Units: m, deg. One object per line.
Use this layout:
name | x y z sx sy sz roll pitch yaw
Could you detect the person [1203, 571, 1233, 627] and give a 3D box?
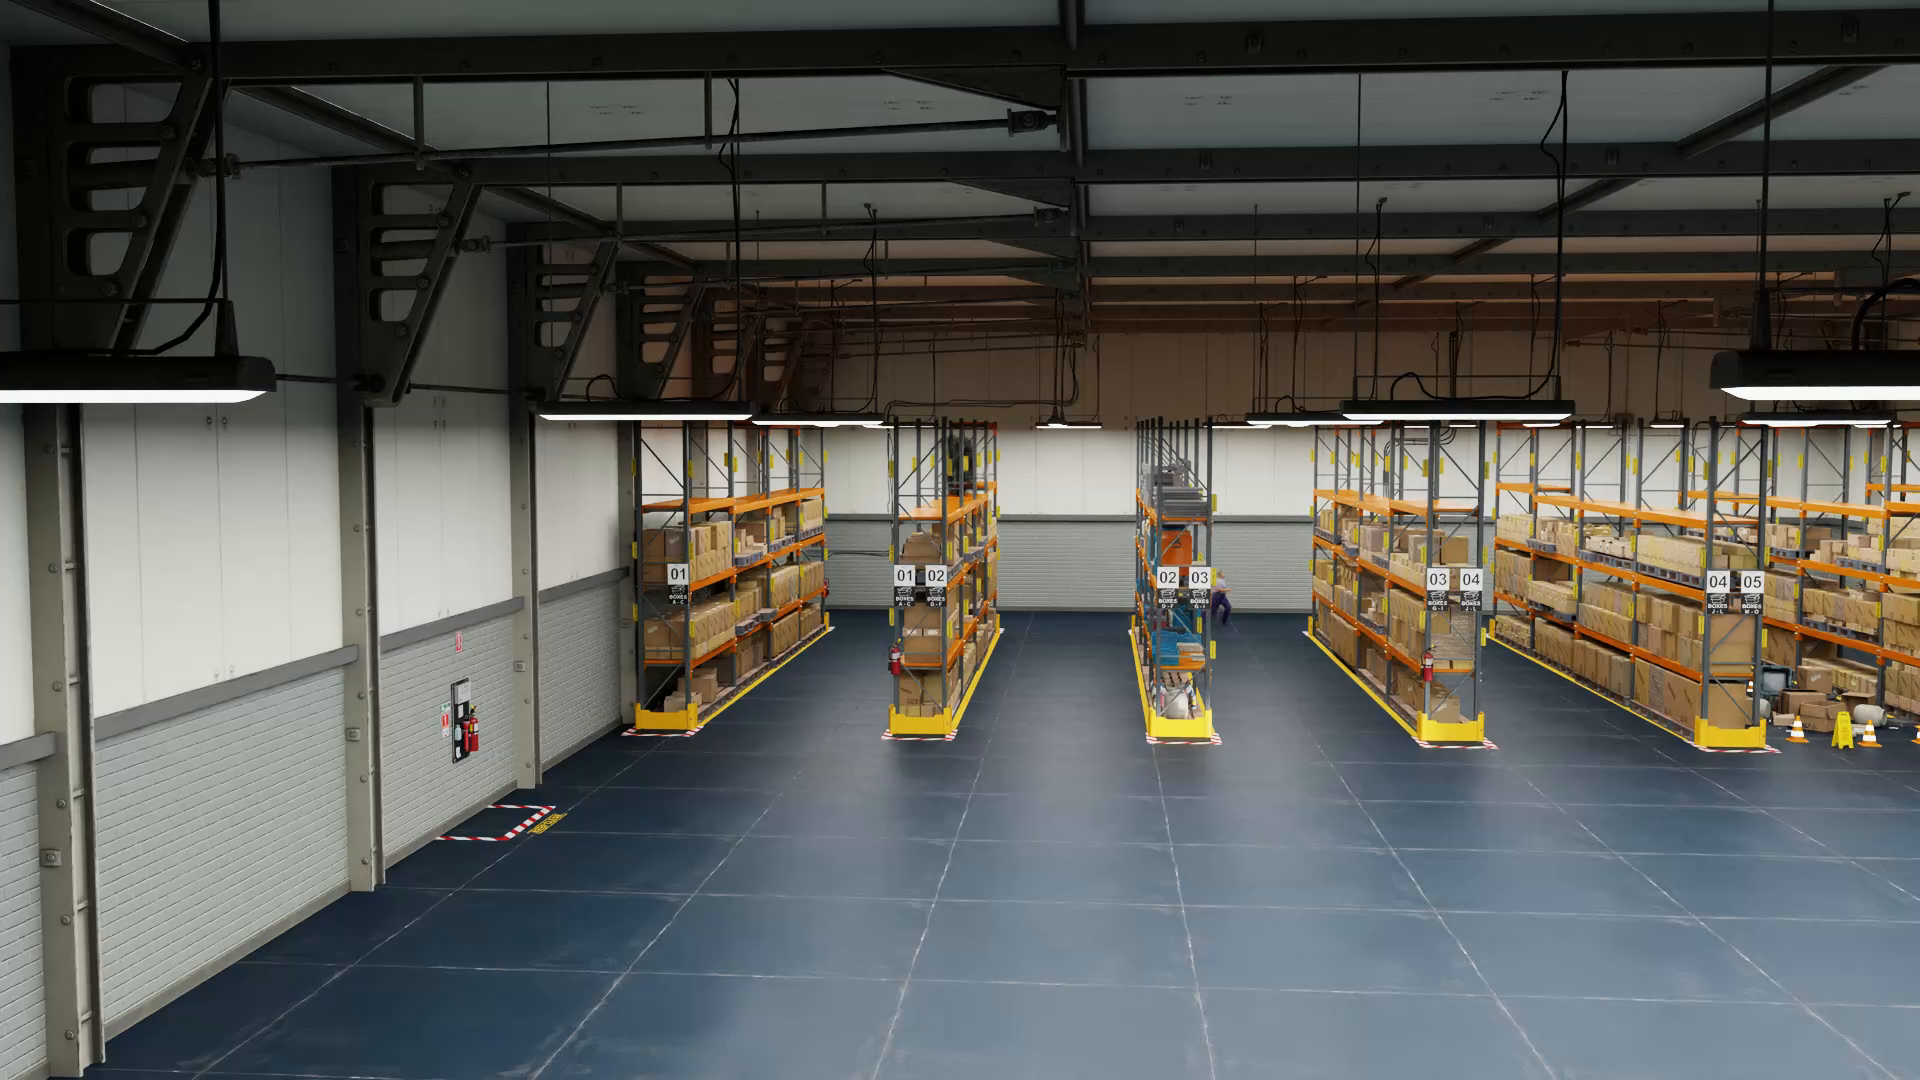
person | 7.586 1.736 48.767 0.868 1.674 0.612 2 4 26
